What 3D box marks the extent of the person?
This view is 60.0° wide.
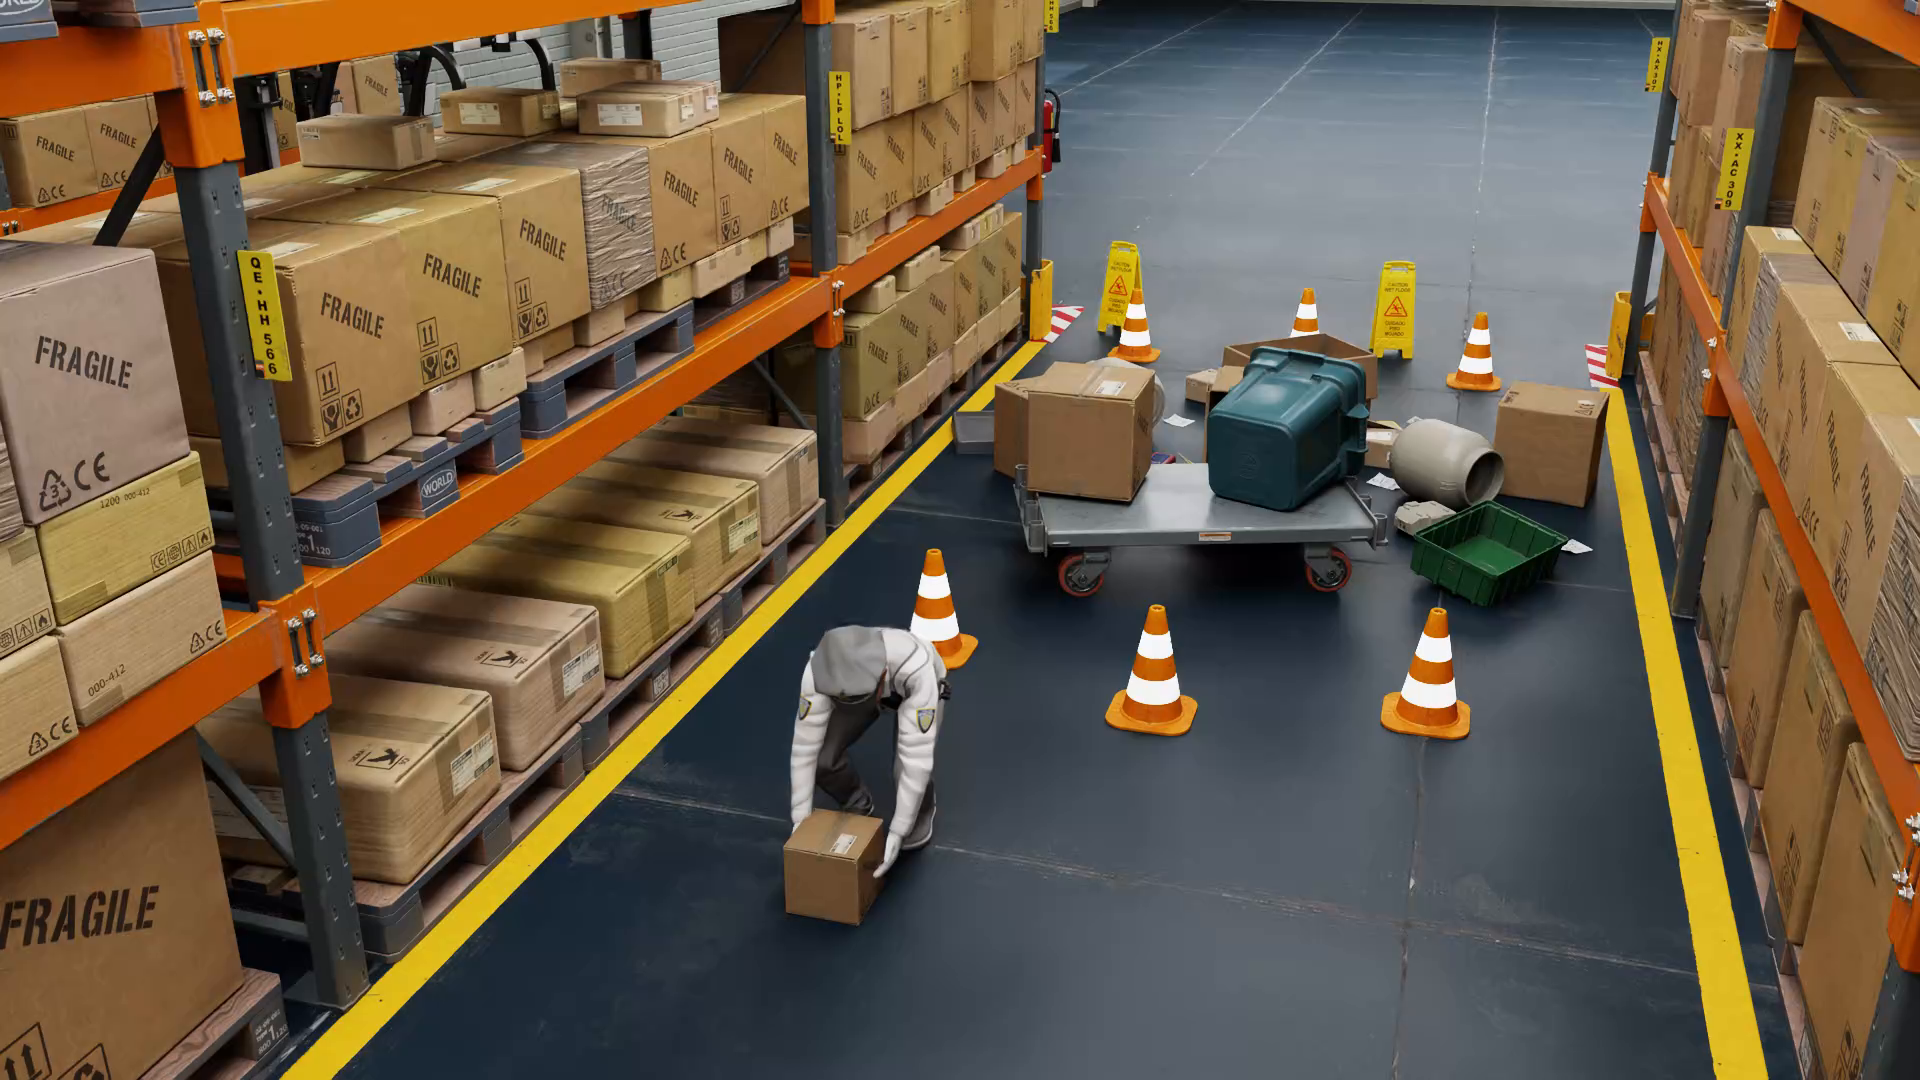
[{"bbox_3d":[-0.275,0.617,5.532,0.483,0.946,0.851,6,23,15],"label":"person"}]
